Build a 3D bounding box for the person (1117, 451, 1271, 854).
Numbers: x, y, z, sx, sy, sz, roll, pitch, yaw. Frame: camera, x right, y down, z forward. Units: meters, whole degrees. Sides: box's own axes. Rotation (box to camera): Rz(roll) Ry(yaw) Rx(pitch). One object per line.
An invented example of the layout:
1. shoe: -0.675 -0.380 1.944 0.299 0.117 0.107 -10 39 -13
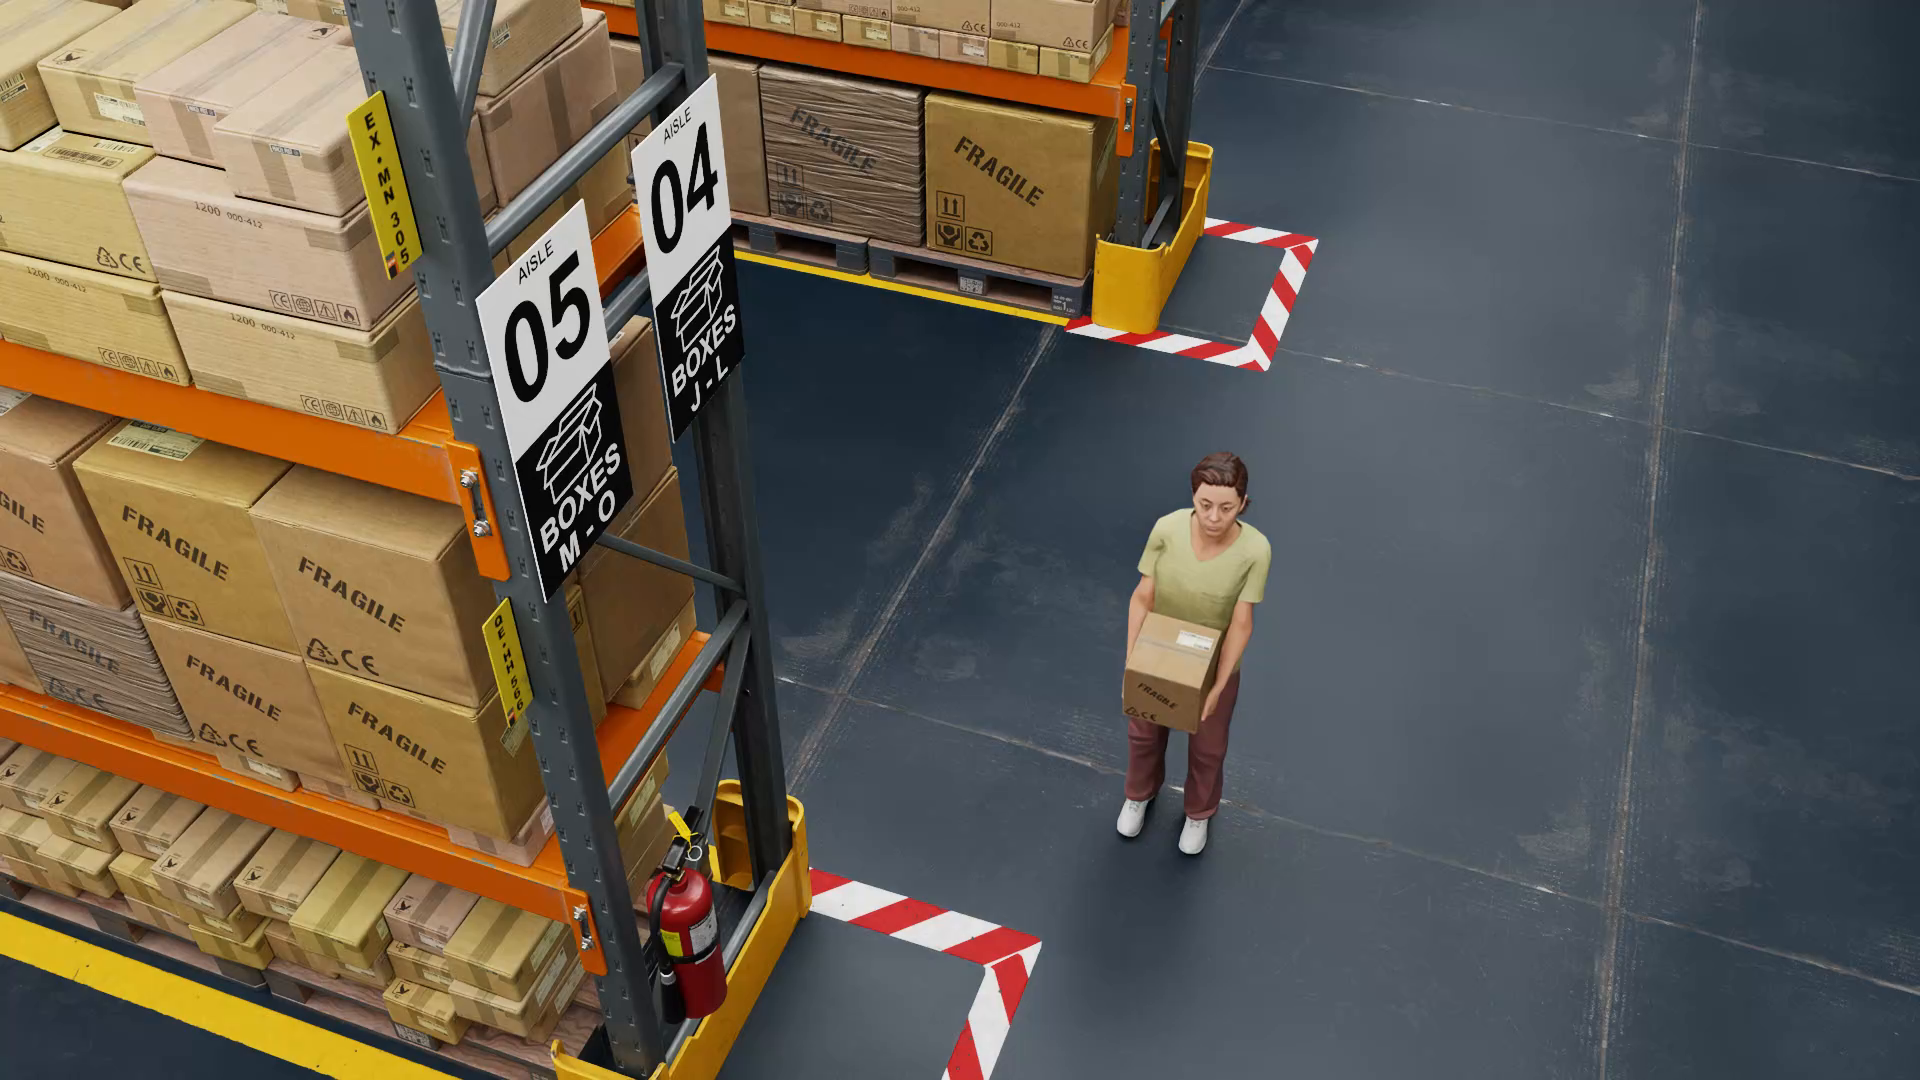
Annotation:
1. person: 0.766 0.447 5.667 0.425 1.665 0.556 15 44 16
